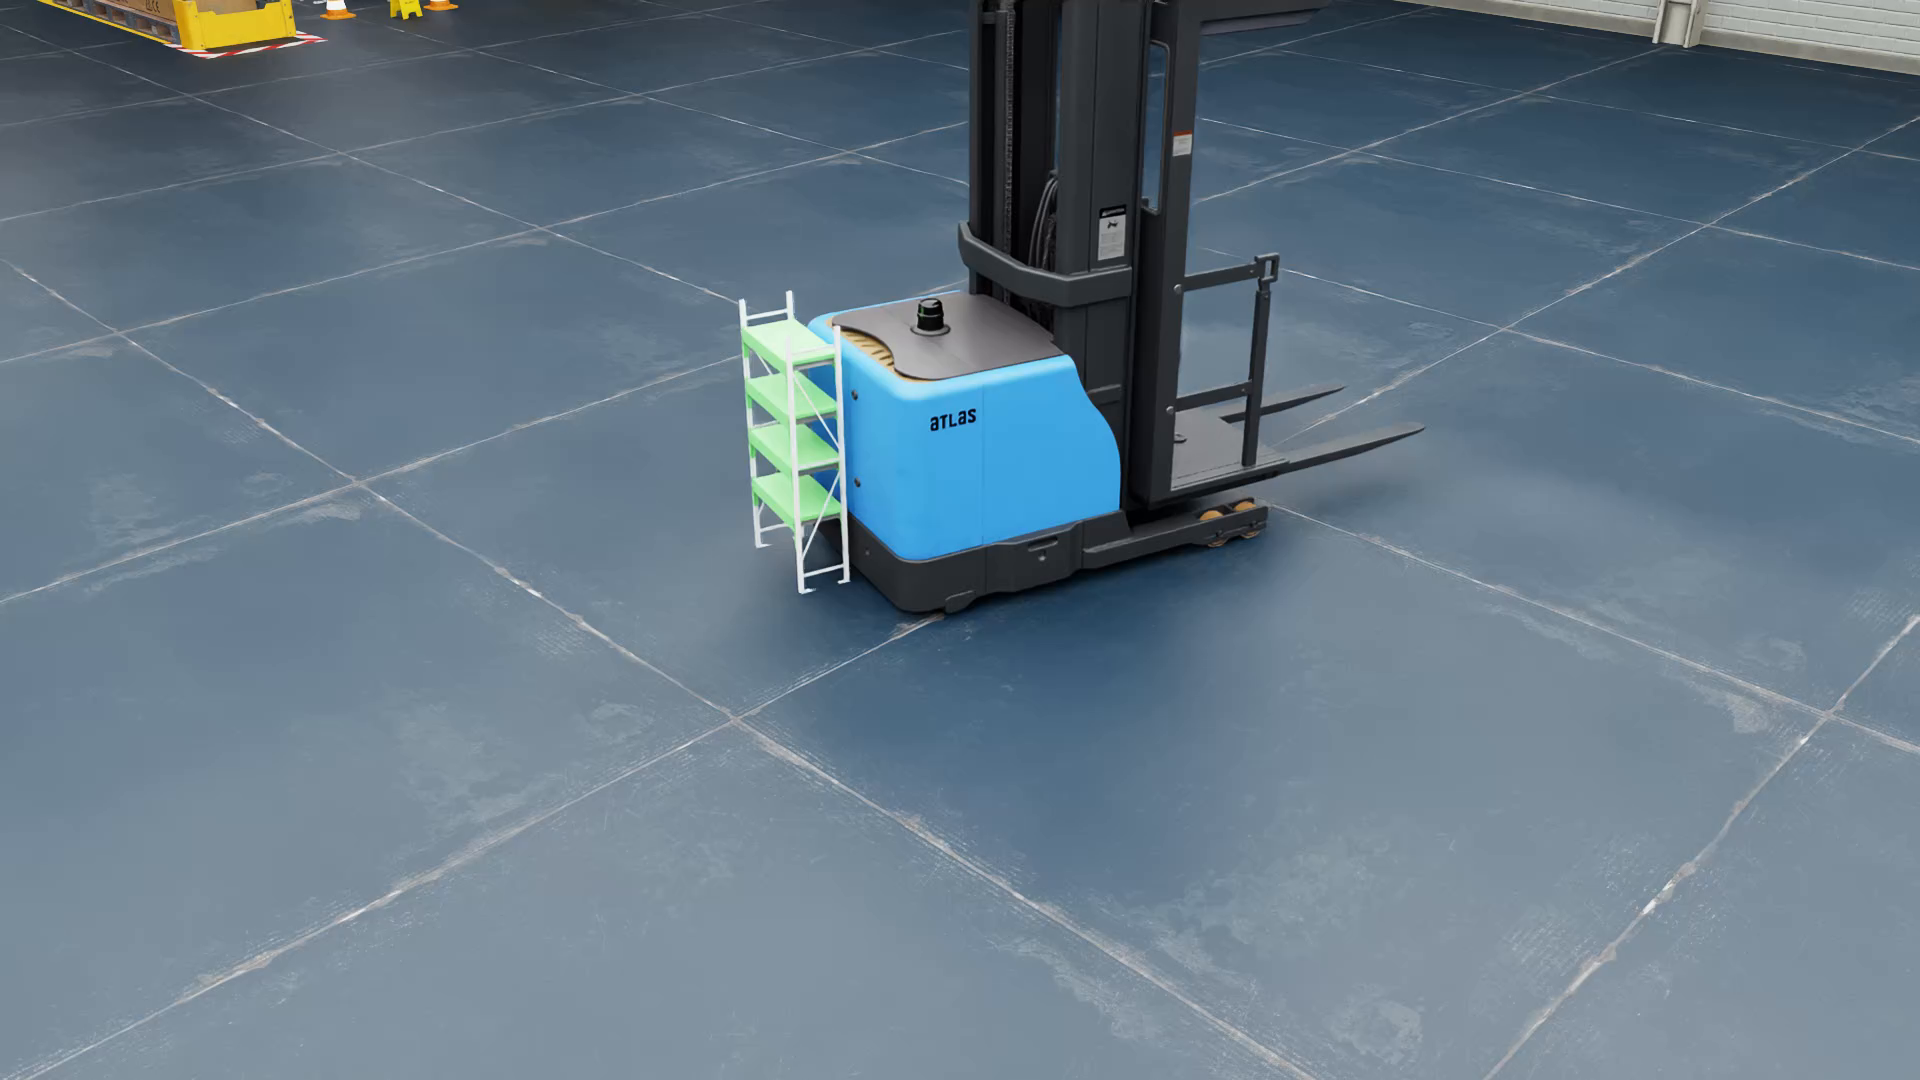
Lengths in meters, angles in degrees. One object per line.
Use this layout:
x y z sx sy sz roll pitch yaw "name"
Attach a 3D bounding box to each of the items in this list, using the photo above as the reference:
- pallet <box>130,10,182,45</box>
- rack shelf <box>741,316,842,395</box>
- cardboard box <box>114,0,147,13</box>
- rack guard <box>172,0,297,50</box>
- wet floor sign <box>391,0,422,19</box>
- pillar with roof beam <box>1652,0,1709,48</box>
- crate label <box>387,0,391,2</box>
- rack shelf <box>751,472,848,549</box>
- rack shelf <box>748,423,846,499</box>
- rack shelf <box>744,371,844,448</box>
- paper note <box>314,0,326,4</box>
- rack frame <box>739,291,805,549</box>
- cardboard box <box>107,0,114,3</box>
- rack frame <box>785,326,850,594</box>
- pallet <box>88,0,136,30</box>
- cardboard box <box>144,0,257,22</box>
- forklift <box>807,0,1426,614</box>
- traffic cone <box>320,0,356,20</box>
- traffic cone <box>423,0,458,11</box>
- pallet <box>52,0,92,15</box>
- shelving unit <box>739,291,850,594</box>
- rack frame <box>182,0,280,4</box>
-8.461 -5.761 18.480 1.213 0.211 1.003 25 36 38 "pallet"
-0.719 -0.790 7.068 0.258 0.148 0.480 -14 31 -25 "rack shelf"
-8.995 -6.492 18.704 0.875 0.875 0.875 24 36 38 "cardboard box"
-7.819 -5.646 17.951 0.348 0.500 1.175 25 36 38 "rack guard"
-6.427 -6.366 19.164 0.232 0.644 0.267 18 33 30 "wet floor sign"
4.713 -7.922 13.147 0.400 9.000 9.100 25 36 38 "pillar with roof beam"
-6.789 -6.638 20.227 0.298 0.136 0.250 7 29 13 "crate label"
-0.718 -0.153 7.404 0.258 0.148 0.480 -14 31 -25 "rack shelf"
-0.718 -0.365 7.292 0.258 0.148 0.480 -14 31 -25 "rack shelf"
-0.719 -0.578 7.180 0.258 0.148 0.480 -14 31 -25 "rack shelf"
-7.734 -6.507 20.094 0.144 0.017 0.142 -13 30 -22 "paper note"
-0.836 -0.521 7.451 0.240 1.200 0.015 -14 31 -25 "rack frame"
-9.644 -6.790 19.271 0.875 0.875 0.875 25 37 39 "cardboard box"
-0.601 -0.322 7.073 0.240 1.200 0.015 -14 31 -25 "rack frame"
-9.327 -6.159 19.237 1.213 0.211 1.003 25 36 38 "pallet"
-8.366 -6.205 18.160 0.875 0.875 0.875 25 37 39 "cardboard box"
0.853 -1.464 7.385 3.031 2.935 1.130 -14 31 -25 "forklift"
-7.219 -6.282 19.200 0.334 0.463 0.336 25 36 38 "traffic cone"
-6.185 -6.546 19.702 0.334 0.463 0.336 25 36 38 "traffic cone"
-10.201 -6.557 19.994 1.213 0.211 1.003 25 36 38 "pallet"
-0.718 -0.422 7.262 0.258 1.200 0.503 -14 31 -25 "shelving unit"
-7.836 -6.760 17.384 0.127 3.000 1.000 25 36 38 "rack frame"
